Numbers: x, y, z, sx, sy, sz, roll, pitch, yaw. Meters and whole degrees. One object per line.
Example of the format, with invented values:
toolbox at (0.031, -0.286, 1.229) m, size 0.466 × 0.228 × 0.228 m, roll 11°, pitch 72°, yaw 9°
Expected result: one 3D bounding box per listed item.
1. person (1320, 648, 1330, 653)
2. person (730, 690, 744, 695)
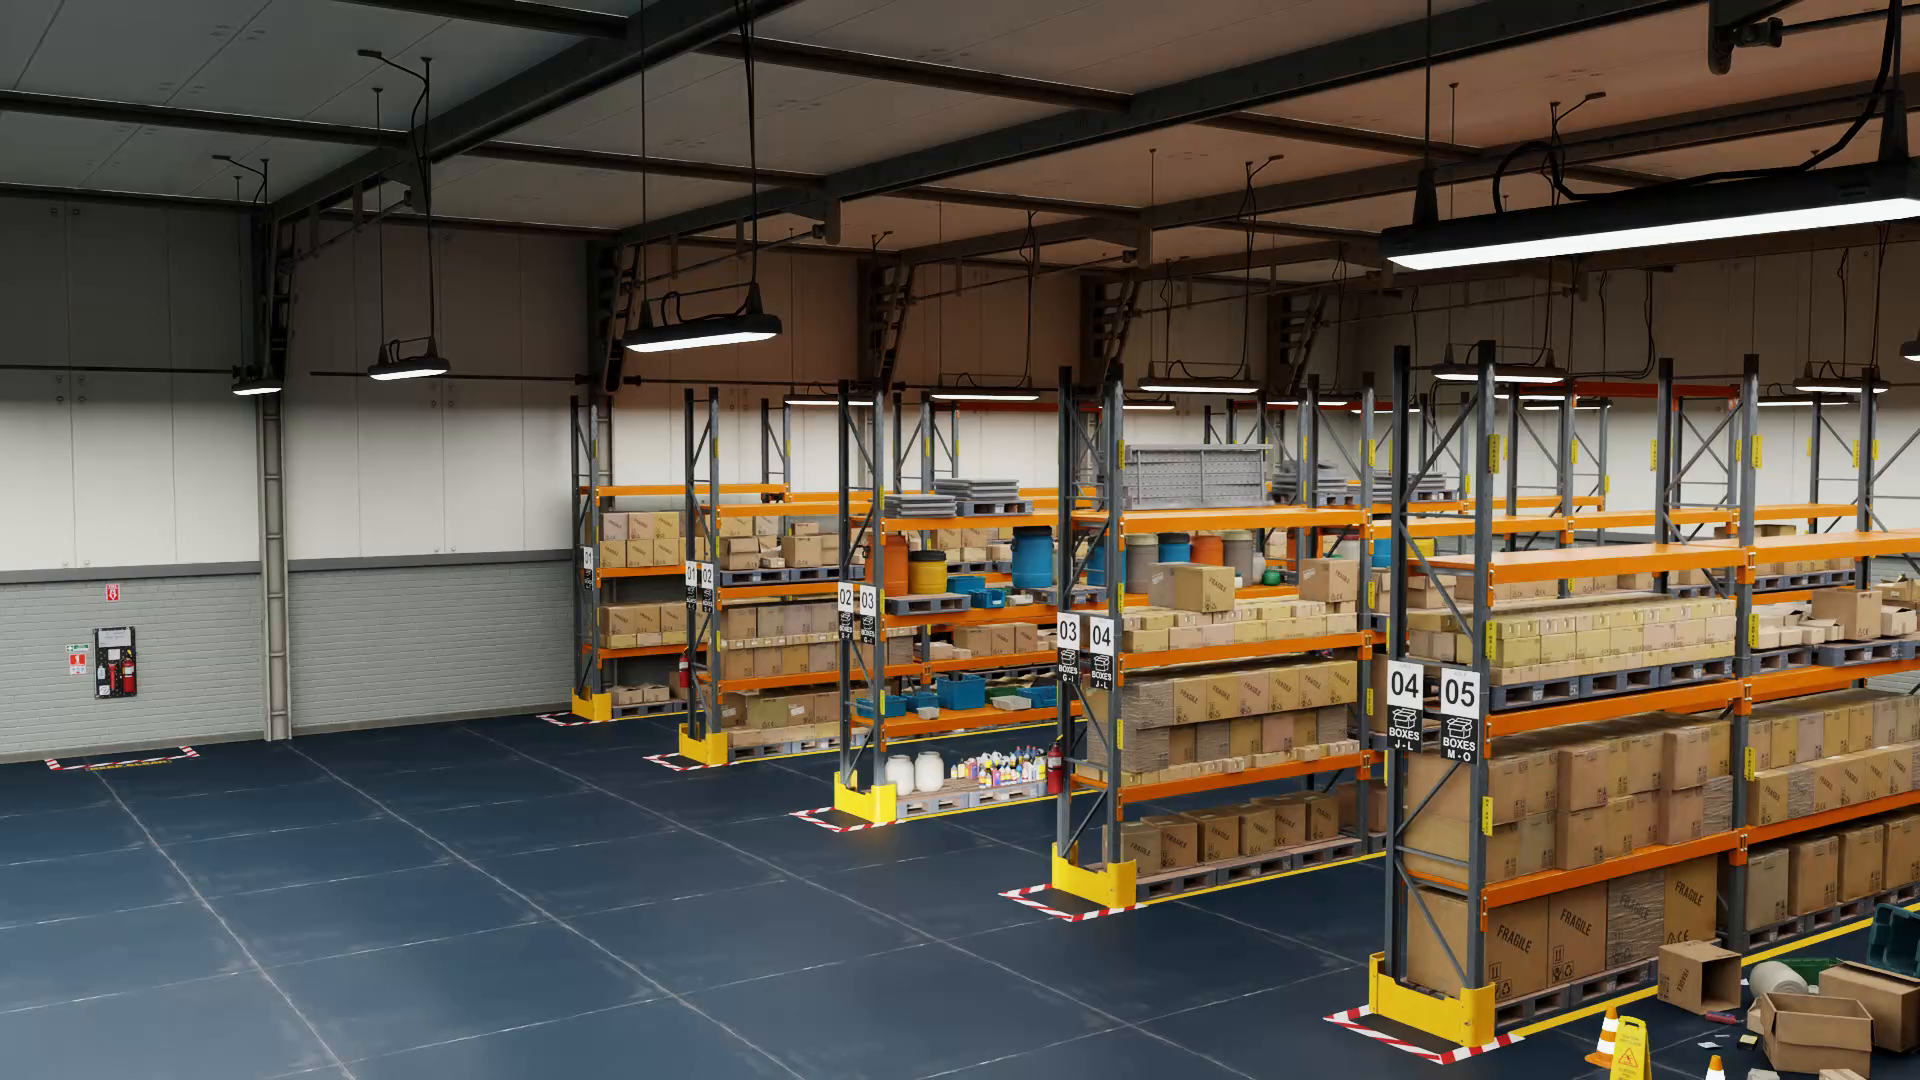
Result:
person at (7.048, 2.441, 31.969) m, size 0.495 × 1.583 × 0.423 m, roll -3°, pitch 5°, yaw -40°
person at (-4.156, 2.421, 30.581) m, size 0.430 × 1.792 × 0.613 m, roll 2°, pitch 4°, yaw 33°
